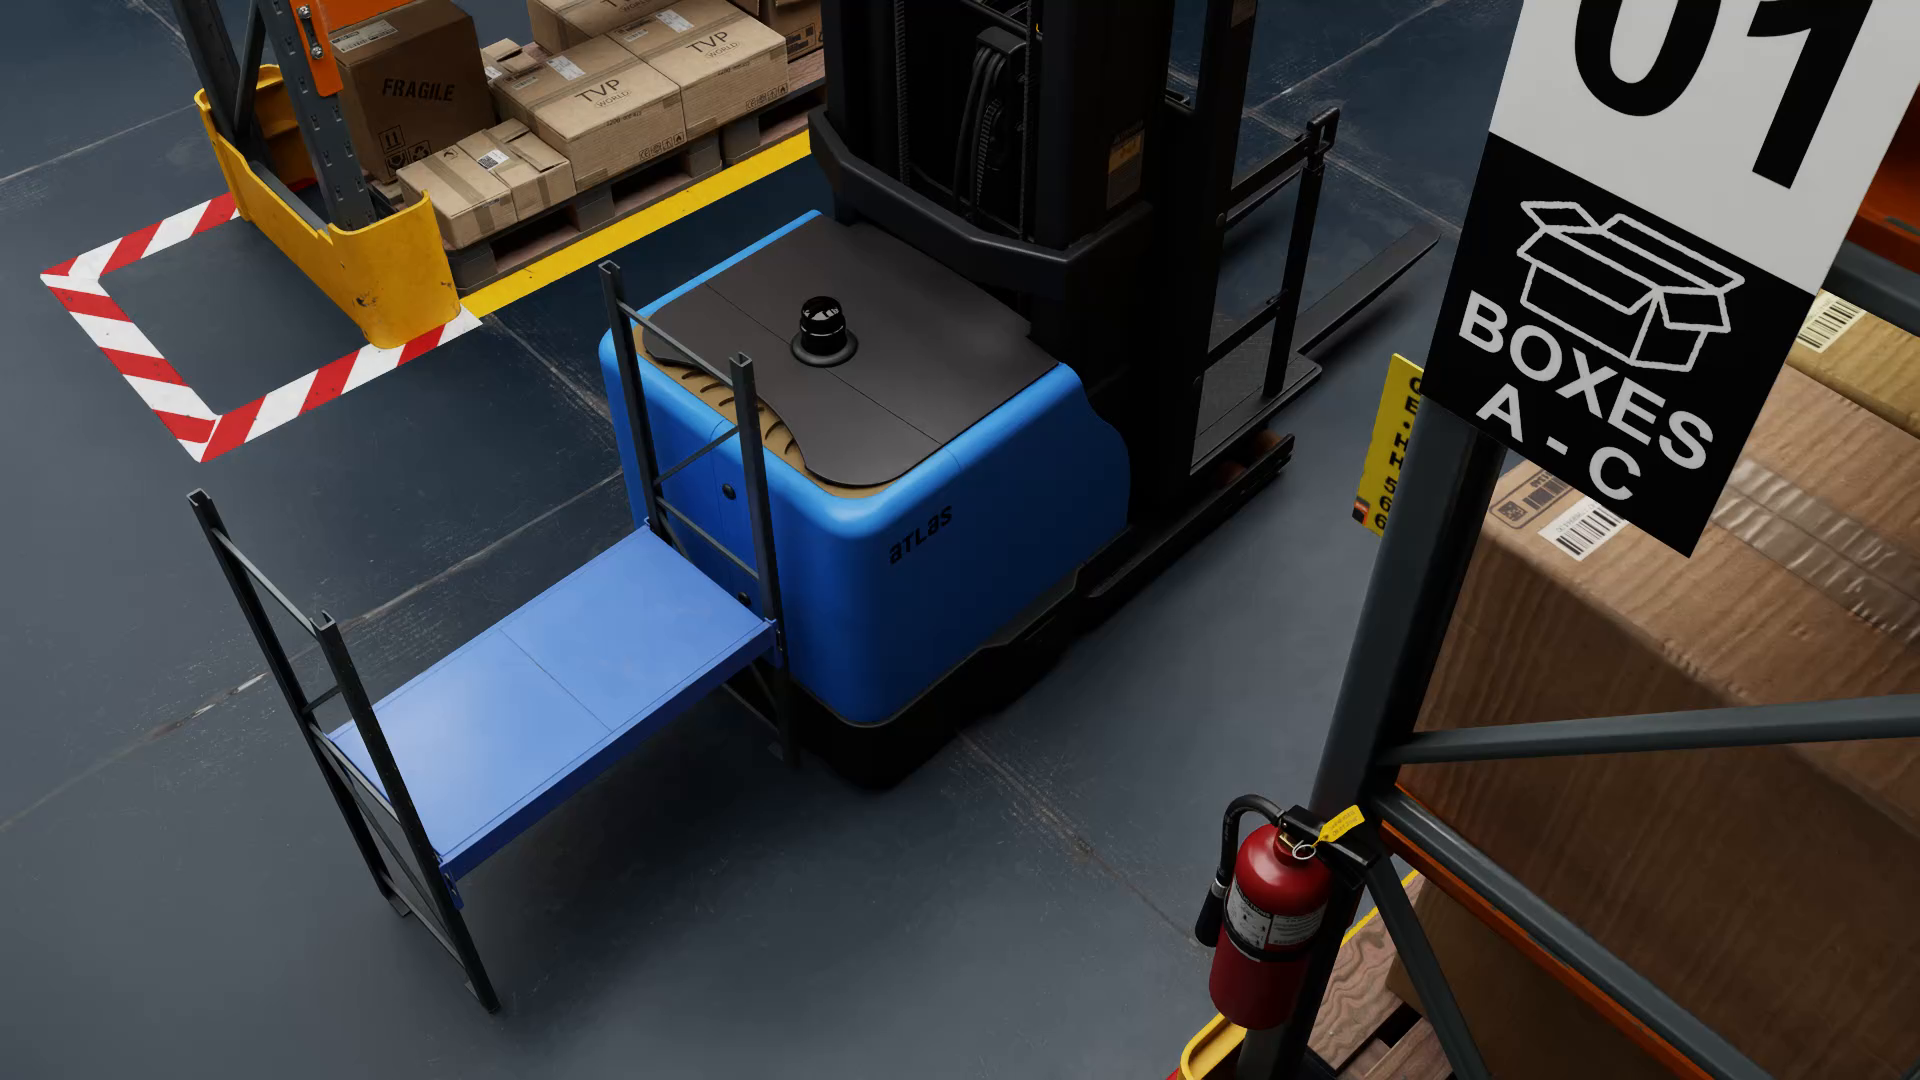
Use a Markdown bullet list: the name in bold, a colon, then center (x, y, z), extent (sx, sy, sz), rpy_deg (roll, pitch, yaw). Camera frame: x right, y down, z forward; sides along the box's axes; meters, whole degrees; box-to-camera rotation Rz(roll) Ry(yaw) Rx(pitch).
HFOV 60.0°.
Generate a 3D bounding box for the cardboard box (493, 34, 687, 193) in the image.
- **cardboard box**: center (-1.391, -1.614, 6.270), extent (0.500, 0.250, 0.500), rpy_deg (-34, 56, -27)

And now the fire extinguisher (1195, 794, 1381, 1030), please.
- **fire extinguisher**: center (0.559, 0.633, 2.931), extent (0.183, 0.674, 0.296), rpy_deg (-34, 56, -27)

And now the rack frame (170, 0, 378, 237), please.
- **rack frame**: center (-2.354, -2.035, 5.087), extent (0.127, 3.000, 1.000), rpy_deg (-34, 56, -27)

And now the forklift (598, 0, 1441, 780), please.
- **forklift**: center (0.436, -1.323, 4.476), extent (1.130, 2.935, 3.031), rpy_deg (36, 57, 28)

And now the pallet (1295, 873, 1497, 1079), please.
- **pallet**: center (1.520, 1.164, 4.032), extent (1.213, 0.211, 1.003), rpy_deg (-34, 56, -27)

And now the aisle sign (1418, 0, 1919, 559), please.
- **aisle sign**: center (0.726, -0.353, 1.766), extent (0.004, 0.787, 0.394), rpy_deg (-34, 56, -27)

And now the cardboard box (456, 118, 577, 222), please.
- **cardboard box**: center (-1.628, -1.367, 6.099), extent (0.250, 0.166, 0.380), rpy_deg (-34, 56, -27)

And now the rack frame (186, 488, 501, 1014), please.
- **rack frame**: center (-1.342, 0.540, 3.731), extent (0.500, 1.500, 0.032), rpy_deg (35, 56, 28)

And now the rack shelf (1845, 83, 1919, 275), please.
- **rack shelf**: center (2.461, -1.106, 2.678), extent (4.000, 0.370, 1.077), rpy_deg (-34, 56, -27)

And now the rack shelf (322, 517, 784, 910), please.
- **rack shelf**: center (-0.988, 0.394, 4.111), extent (0.538, 0.185, 1.000), rpy_deg (35, 56, 28)

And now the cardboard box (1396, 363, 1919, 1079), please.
- **cardboard box**: center (1.352, 0.297, 2.731), extent (0.700, 0.700, 0.980), rpy_deg (-31, 55, -26)

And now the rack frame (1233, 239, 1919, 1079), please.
- **rack frame**: center (0.979, 0.655, 2.605), extent (0.053, 2.616, 0.949), rpy_deg (-34, 56, -27)

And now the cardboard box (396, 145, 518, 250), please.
- **cardboard box**: center (-1.813, -1.238, 5.992), extent (0.250, 0.149, 0.380), rpy_deg (-34, 56, -27)

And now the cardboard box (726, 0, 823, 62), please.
- **cardboard box**: center (-0.781, -2.384, 6.808), extent (0.637, 0.503, 0.797), rpy_deg (-34, 56, -27)

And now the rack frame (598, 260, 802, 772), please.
- **rack frame**: center (-0.634, 0.004, 4.226), extent (0.500, 1.500, 0.032), rpy_deg (35, 56, 28)

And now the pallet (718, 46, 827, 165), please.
- **pallet**: center (-0.806, -2.122, 7.064), extent (1.213, 0.211, 1.003), rpy_deg (-34, 56, -27)

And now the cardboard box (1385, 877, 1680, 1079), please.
- **cardboard box**: center (1.432, 0.961, 3.737), extent (0.500, 0.500, 0.700), rpy_deg (-34, 56, -27)

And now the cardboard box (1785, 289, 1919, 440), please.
- **cardboard box**: center (1.883, -0.069, 3.068), extent (0.700, 0.700, 0.980), rpy_deg (-34, 56, -27)

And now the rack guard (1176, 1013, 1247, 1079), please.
- **rack guard**: center (0.964, 1.516, 3.511), extent (0.348, 0.500, 1.175), rpy_deg (-34, 56, -27)

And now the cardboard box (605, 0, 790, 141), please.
- **cardboard box**: center (-1.021, -1.861, 6.498), extent (0.500, 0.250, 0.500), rpy_deg (-34, 56, -27)

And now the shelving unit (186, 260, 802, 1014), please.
- **shelving unit**: center (-0.988, 0.272, 3.979), extent (0.538, 1.500, 1.048), rpy_deg (35, 56, 28)

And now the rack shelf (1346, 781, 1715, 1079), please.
- **rack shelf**: center (2.461, -0.088, 3.780), extent (4.000, 0.370, 1.077), rpy_deg (-34, 56, -27)

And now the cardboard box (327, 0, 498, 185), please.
- **cardboard box**: center (-2.117, -1.740, 6.216), extent (0.500, 0.500, 0.500), rpy_deg (-34, 56, -27)

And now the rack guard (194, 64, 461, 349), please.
- **rack guard**: center (-2.298, -1.225, 6.040), extent (0.348, 0.500, 1.175), rpy_deg (-34, 56, -27)

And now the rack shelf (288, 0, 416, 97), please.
- **rack shelf**: center (-0.874, -2.780, 6.264), extent (4.000, 0.370, 1.077), rpy_deg (-34, 56, -27)

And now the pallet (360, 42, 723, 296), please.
- **pallet**: center (-1.708, -1.522, 6.511), extent (1.213, 0.211, 1.003), rpy_deg (-34, 56, -27)

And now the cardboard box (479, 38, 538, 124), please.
- **cardboard box**: center (-1.757, -1.778, 6.478), extent (0.250, 0.166, 0.380), rpy_deg (-34, 56, -27)

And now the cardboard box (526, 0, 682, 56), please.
- **cardboard box**: center (-1.394, -2.108, 6.726), extent (0.500, 0.250, 0.500), rpy_deg (-34, 56, -27)

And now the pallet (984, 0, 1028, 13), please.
- **pallet**: center (0.097, -2.728, 7.624), extent (1.213, 0.211, 1.003), rpy_deg (-34, 56, -27)

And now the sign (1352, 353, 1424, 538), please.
- **sign**: center (0.627, -0.118, 2.369), extent (0.005, 0.325, 0.100), rpy_deg (-34, 56, -27)

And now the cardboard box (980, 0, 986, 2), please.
- **cardboard box**: center (-0.180, -2.444, 6.994), extent (0.500, 0.311, 0.500), rpy_deg (-34, 56, -27)
